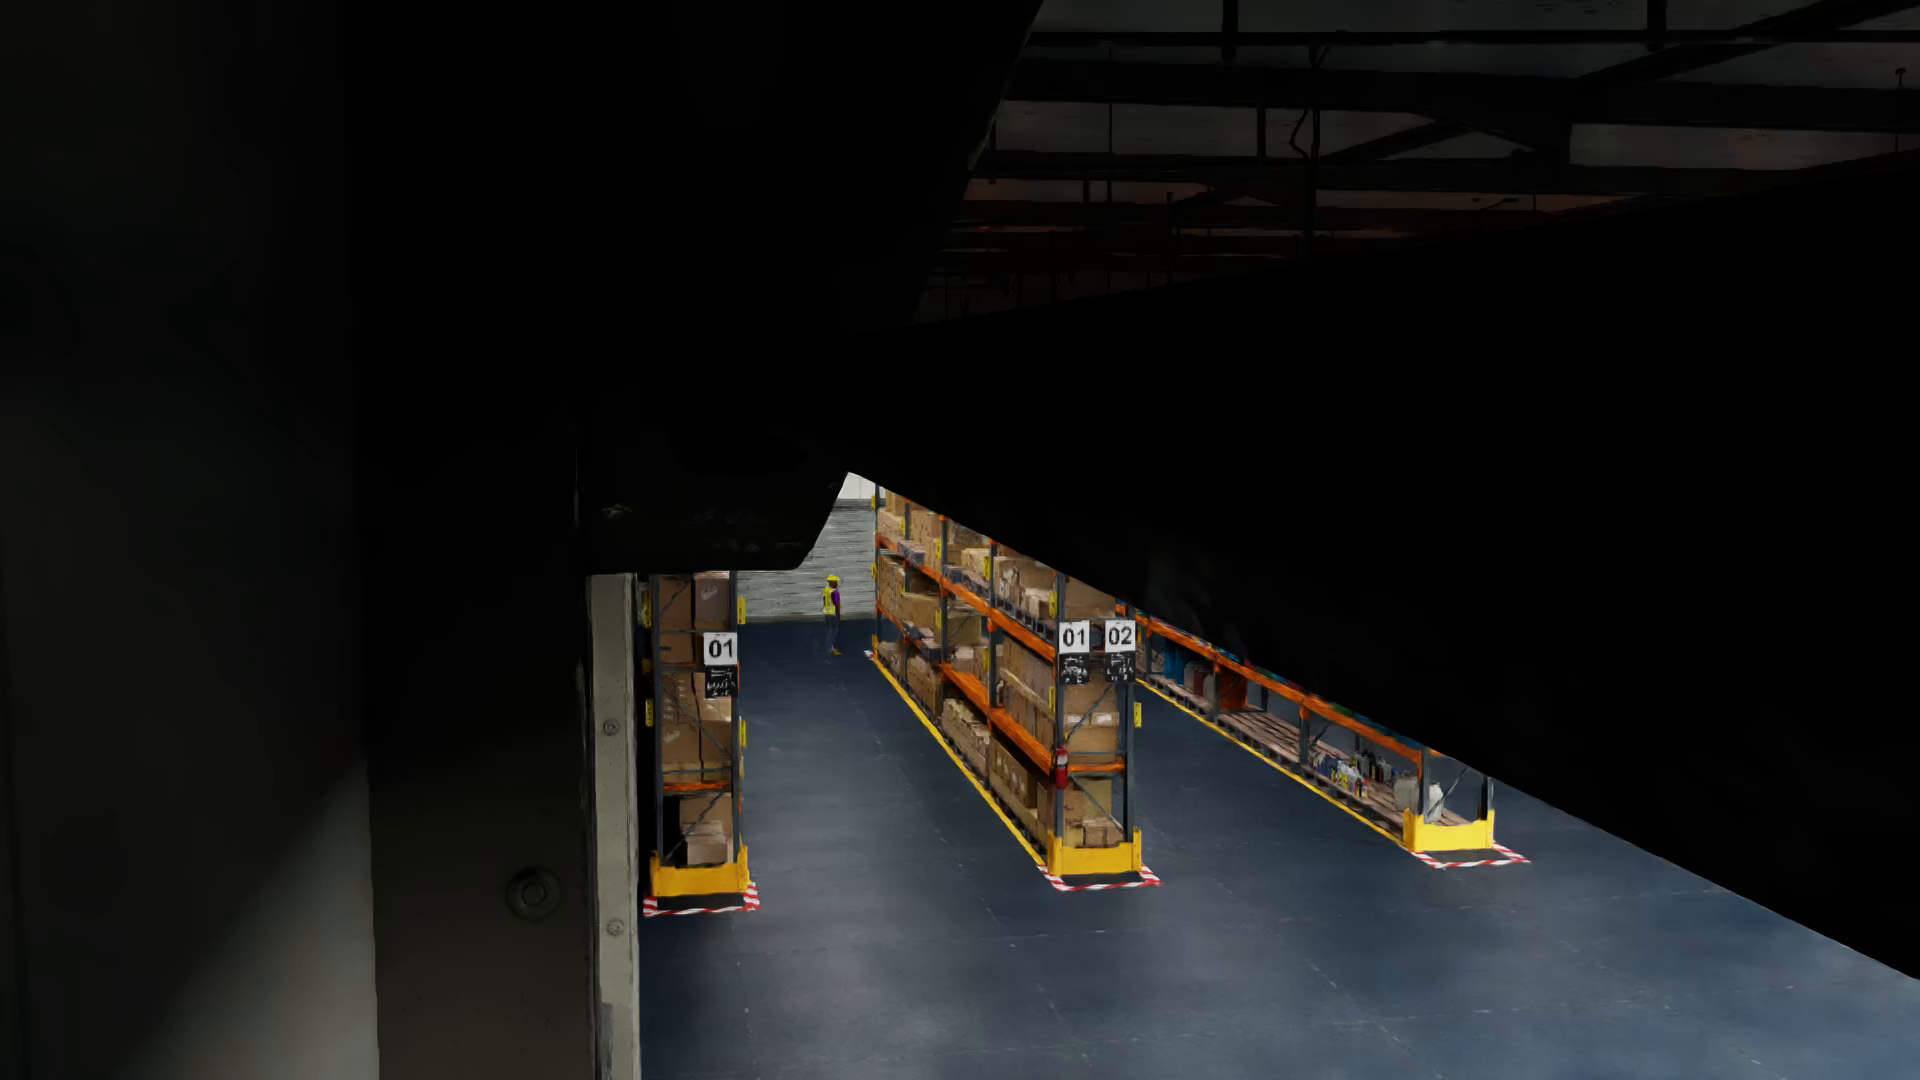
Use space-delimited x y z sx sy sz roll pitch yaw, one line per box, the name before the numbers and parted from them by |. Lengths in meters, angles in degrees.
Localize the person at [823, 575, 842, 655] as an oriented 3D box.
person | -2.808 1.649 36.886 0.396 1.766 0.654 -3 7 -29
